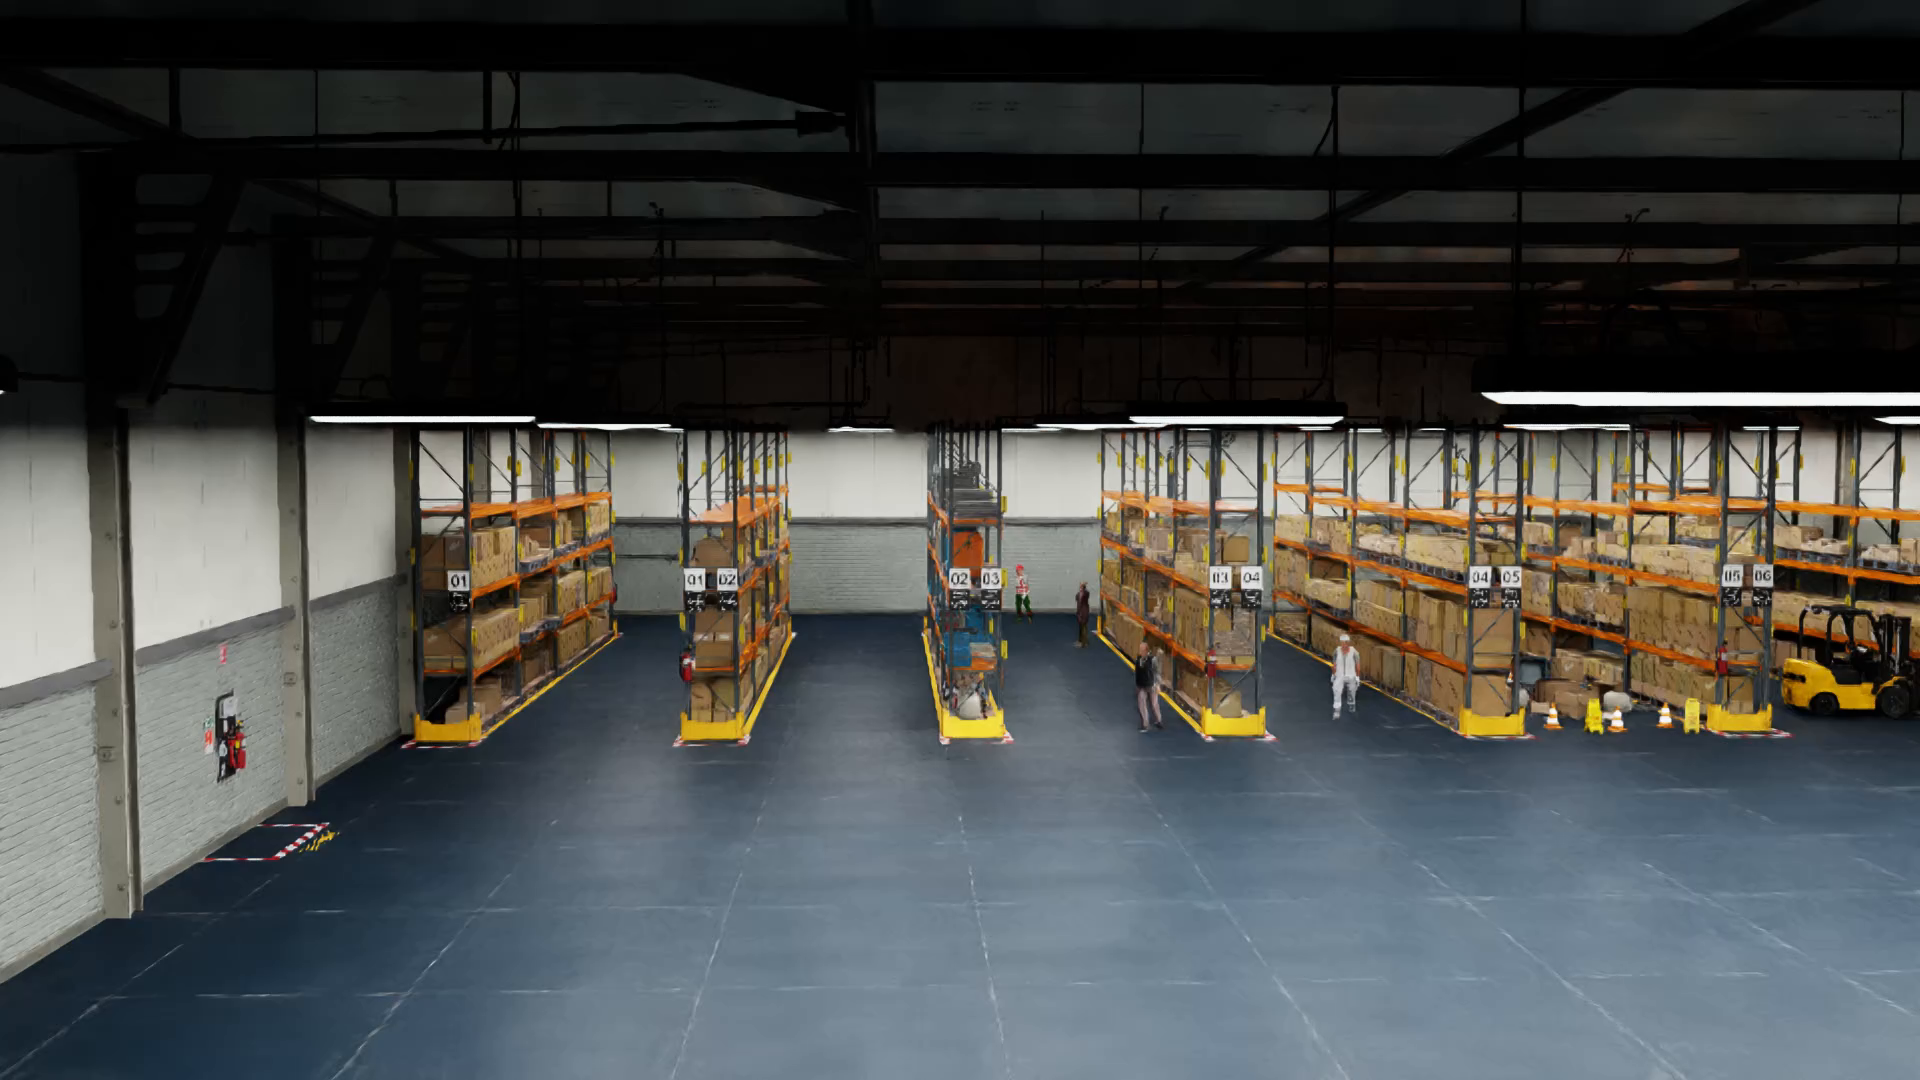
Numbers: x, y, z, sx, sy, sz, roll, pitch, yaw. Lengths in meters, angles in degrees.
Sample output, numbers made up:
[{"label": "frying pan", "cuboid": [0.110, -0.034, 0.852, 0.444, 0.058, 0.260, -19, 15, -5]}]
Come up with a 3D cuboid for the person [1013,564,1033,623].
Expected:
[{"label": "person", "cuboid": [1.901, 1.626, 50.283, 0.620, 1.784, 0.566, -3, 5, -38]}]

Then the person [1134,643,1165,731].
[{"label": "person", "cuboid": [3.648, 2.821, 32.083, 0.578, 1.703, 0.553, 2, 4, 34]}]

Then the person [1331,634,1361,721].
[{"label": "person", "cuboid": [7.727, 2.730, 33.323, 0.598, 1.734, 0.988, 1, 4, 18]}]

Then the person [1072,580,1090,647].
[{"label": "person", "cuboid": [3.237, 1.964, 44.579, 0.554, 1.781, 0.631, 2, 4, 26]}]
